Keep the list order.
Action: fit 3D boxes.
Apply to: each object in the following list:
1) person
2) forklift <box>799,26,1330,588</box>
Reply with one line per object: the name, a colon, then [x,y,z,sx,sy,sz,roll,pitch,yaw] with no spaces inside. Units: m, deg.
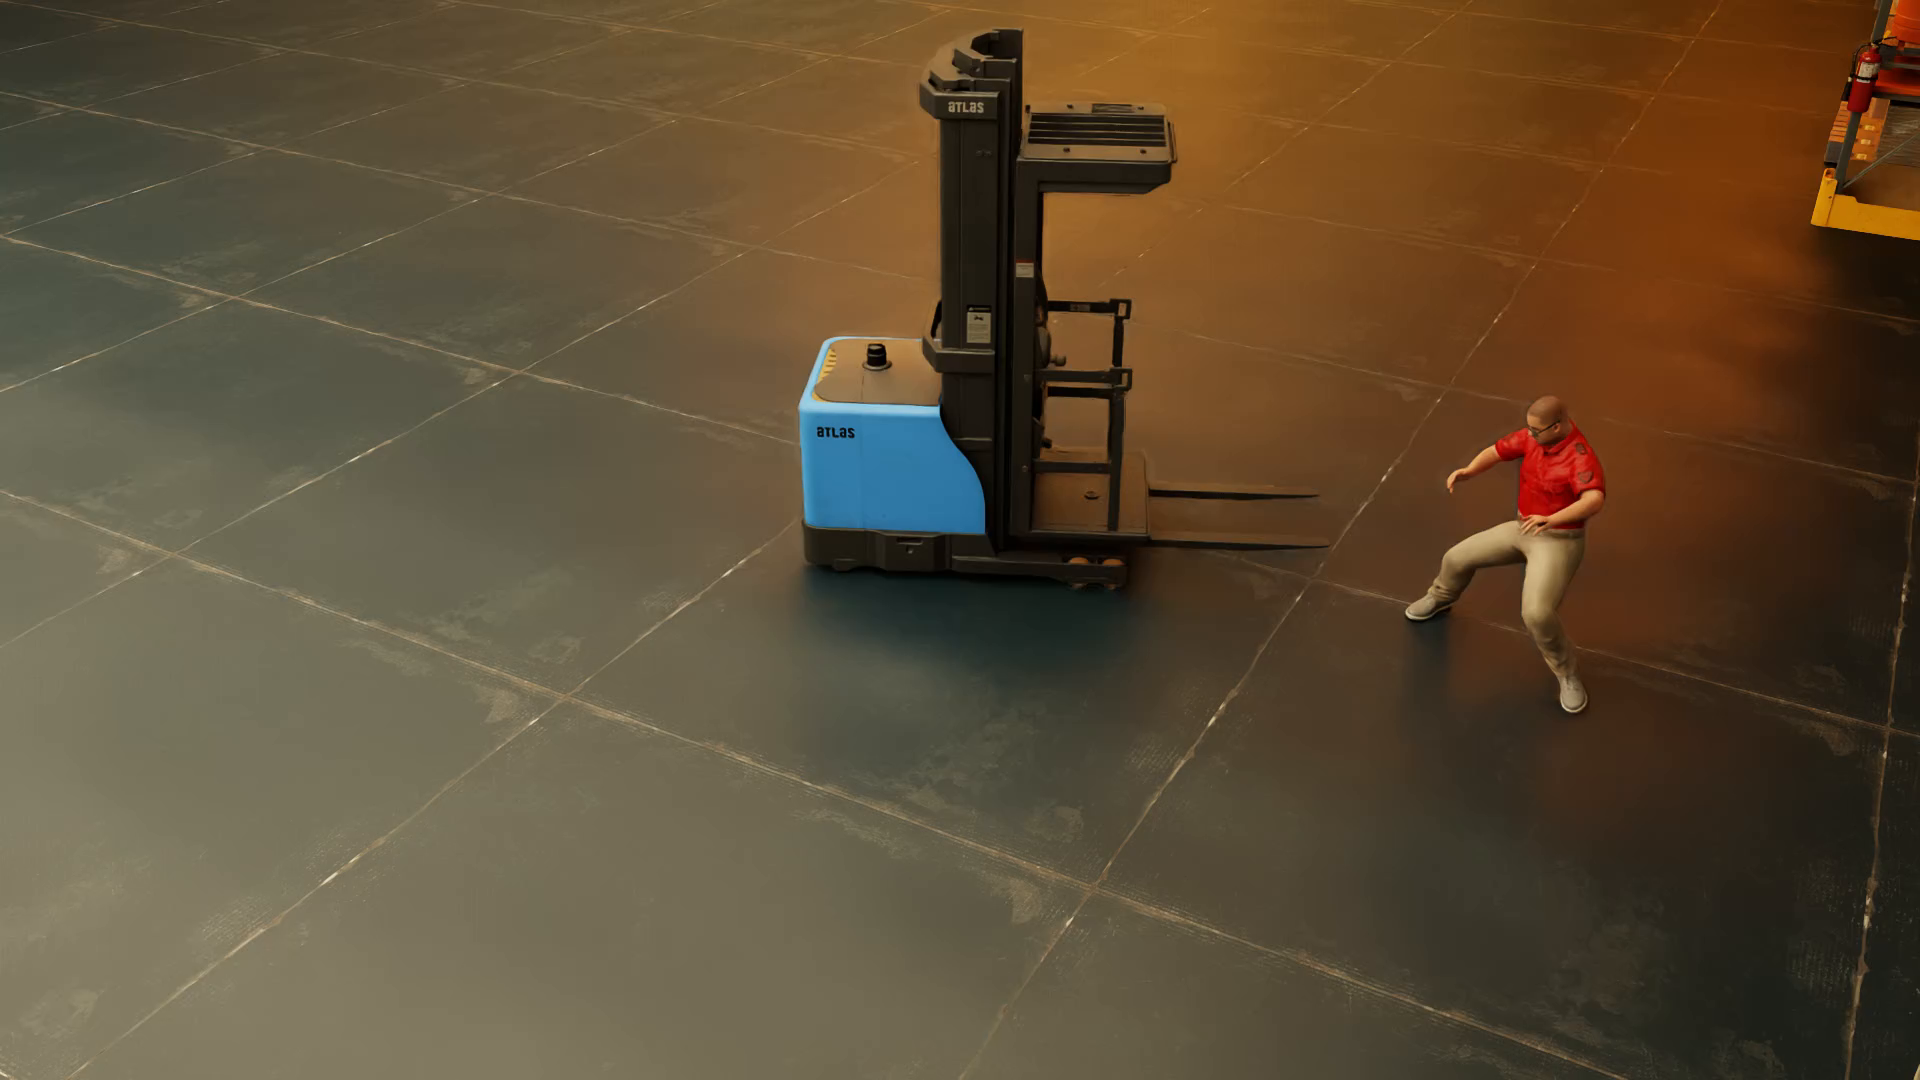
person: [2.871,-0.018,8.530,0.680,1.497,1.193,-7,31,-11]
forklift: [0.635,-1.270,9.272,3.031,2.935,1.130,2,30,4]
